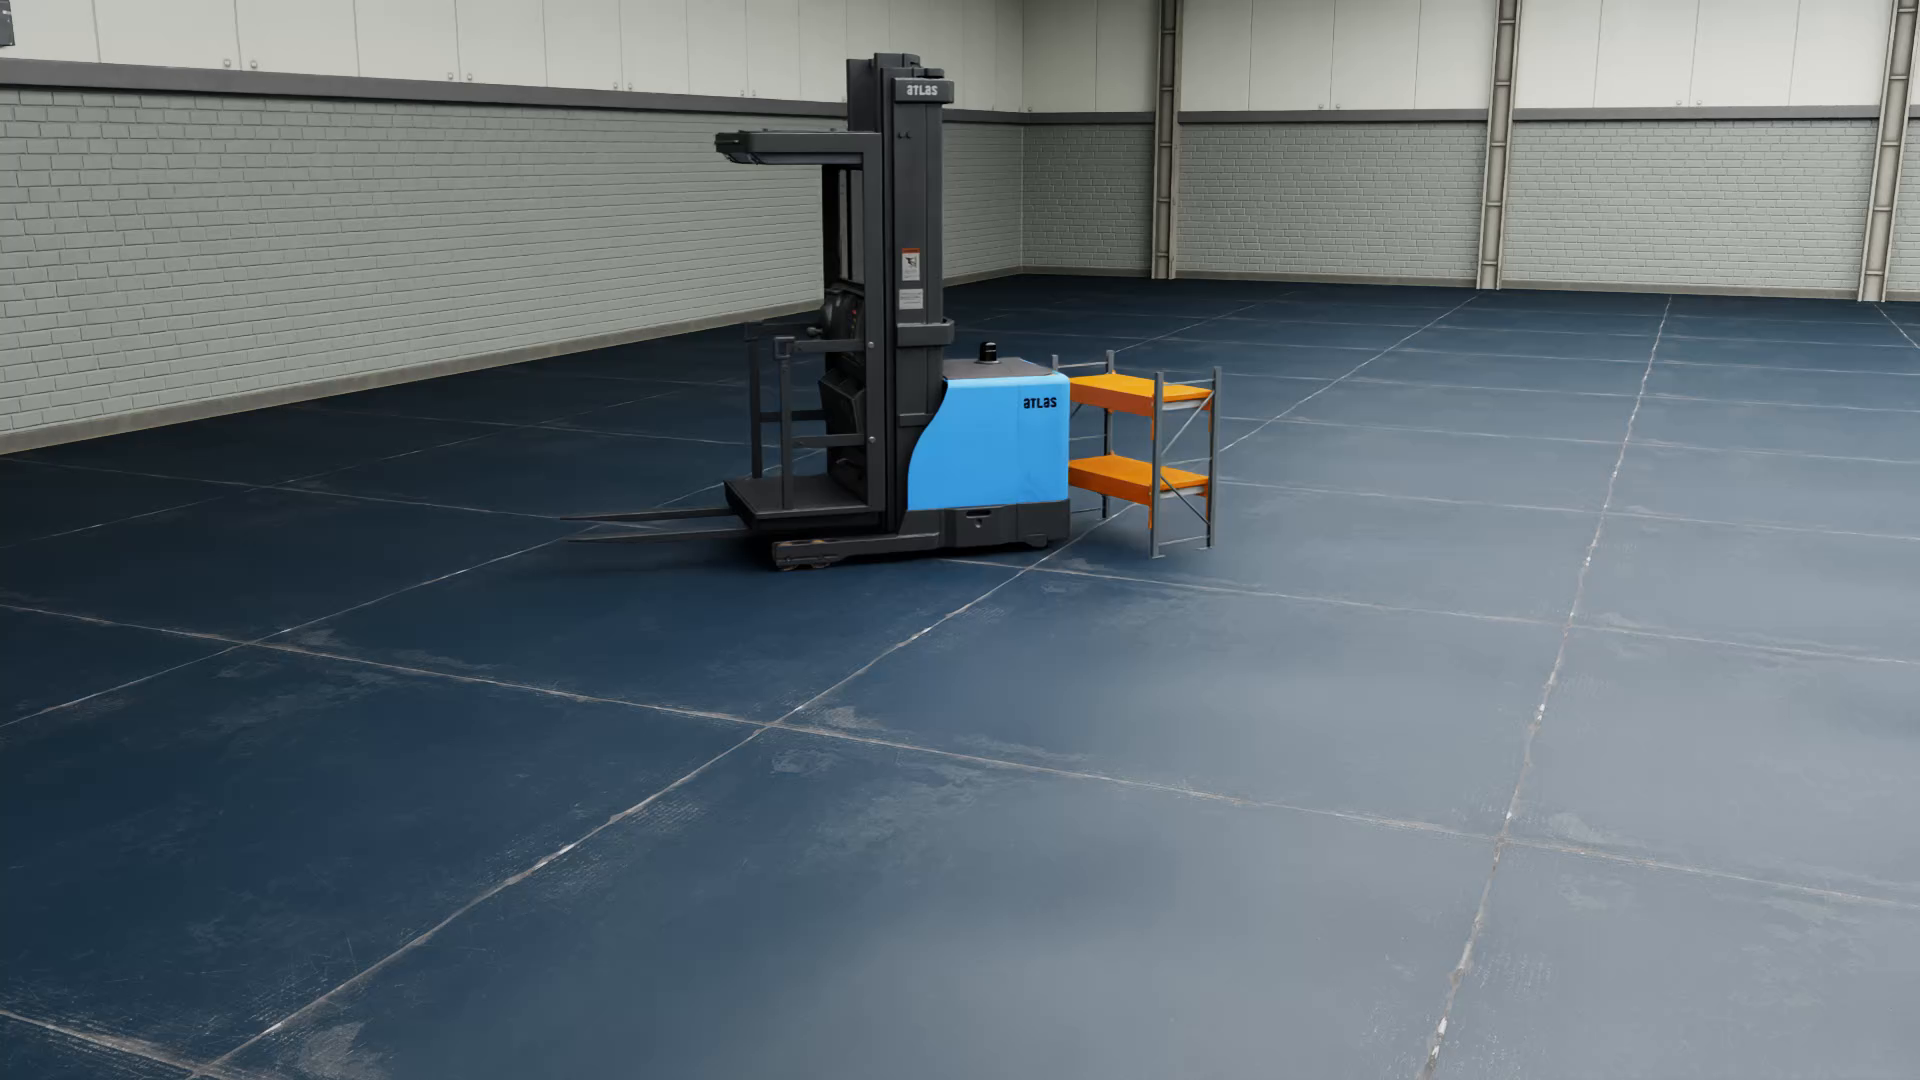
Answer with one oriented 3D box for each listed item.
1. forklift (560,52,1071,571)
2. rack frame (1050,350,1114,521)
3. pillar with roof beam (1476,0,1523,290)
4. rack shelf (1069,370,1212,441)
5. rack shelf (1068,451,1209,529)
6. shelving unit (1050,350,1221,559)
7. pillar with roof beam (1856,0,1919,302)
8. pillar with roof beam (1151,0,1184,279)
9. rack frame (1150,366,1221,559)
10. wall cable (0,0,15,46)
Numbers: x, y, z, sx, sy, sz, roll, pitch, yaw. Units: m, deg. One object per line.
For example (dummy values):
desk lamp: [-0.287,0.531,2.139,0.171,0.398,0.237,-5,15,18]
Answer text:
forklift: [-0.894,-1.382,9.971,3.031,2.935,1.130,-4,14,-17]
rack frame: [0.789,-0.659,10.847,0.500,1.125,0.032,-9,16,-33]
pillar with roof beam: [7.645,-7.948,24.671,0.400,9.000,9.100,6,14,23]
rack shelf: [1.074,-0.848,10.371,0.538,0.278,1.000,-9,16,-33]
rack shelf: [1.074,-0.325,10.493,0.538,0.278,1.000,-9,16,-33]
shelving unit: [1.074,-0.563,10.437,0.538,1.125,1.048,-9,16,-33]
pillar with roof beam: [13.131,-7.393,22.305,0.400,9.000,9.100,6,14,23]
pillar with roof beam: [2.159,-8.503,27.037,0.400,9.000,9.100,6,14,23]
rack frame: [1.360,-0.467,10.028,0.500,1.125,0.032,-9,16,-33]
wall cable: [-7.154,-7.009,13.225,0.169,6.003,2.305,6,14,23]
